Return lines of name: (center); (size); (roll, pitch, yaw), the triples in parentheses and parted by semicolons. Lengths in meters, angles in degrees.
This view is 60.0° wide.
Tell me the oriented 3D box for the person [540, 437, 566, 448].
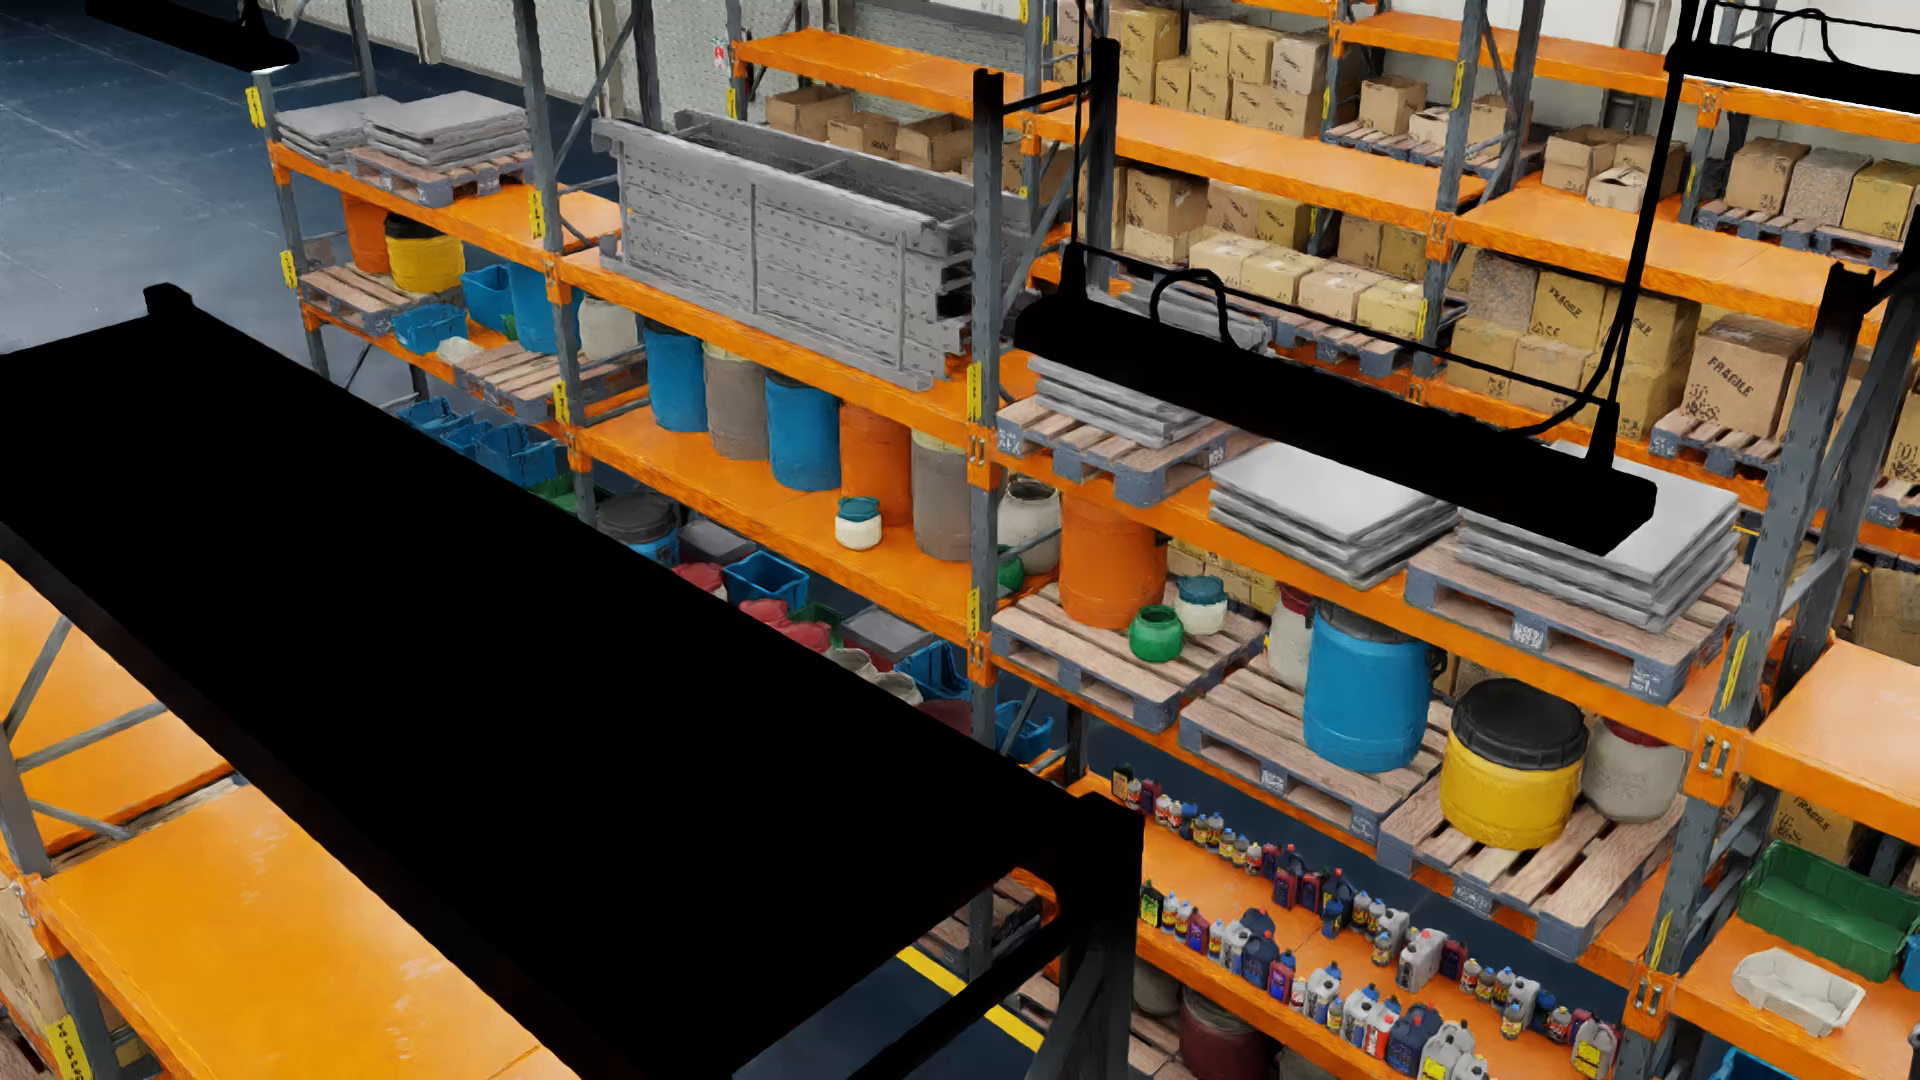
person: (-4.356, -1.849, 17.744); (0.544, 1.739, 0.704); (2, 29, 3)
